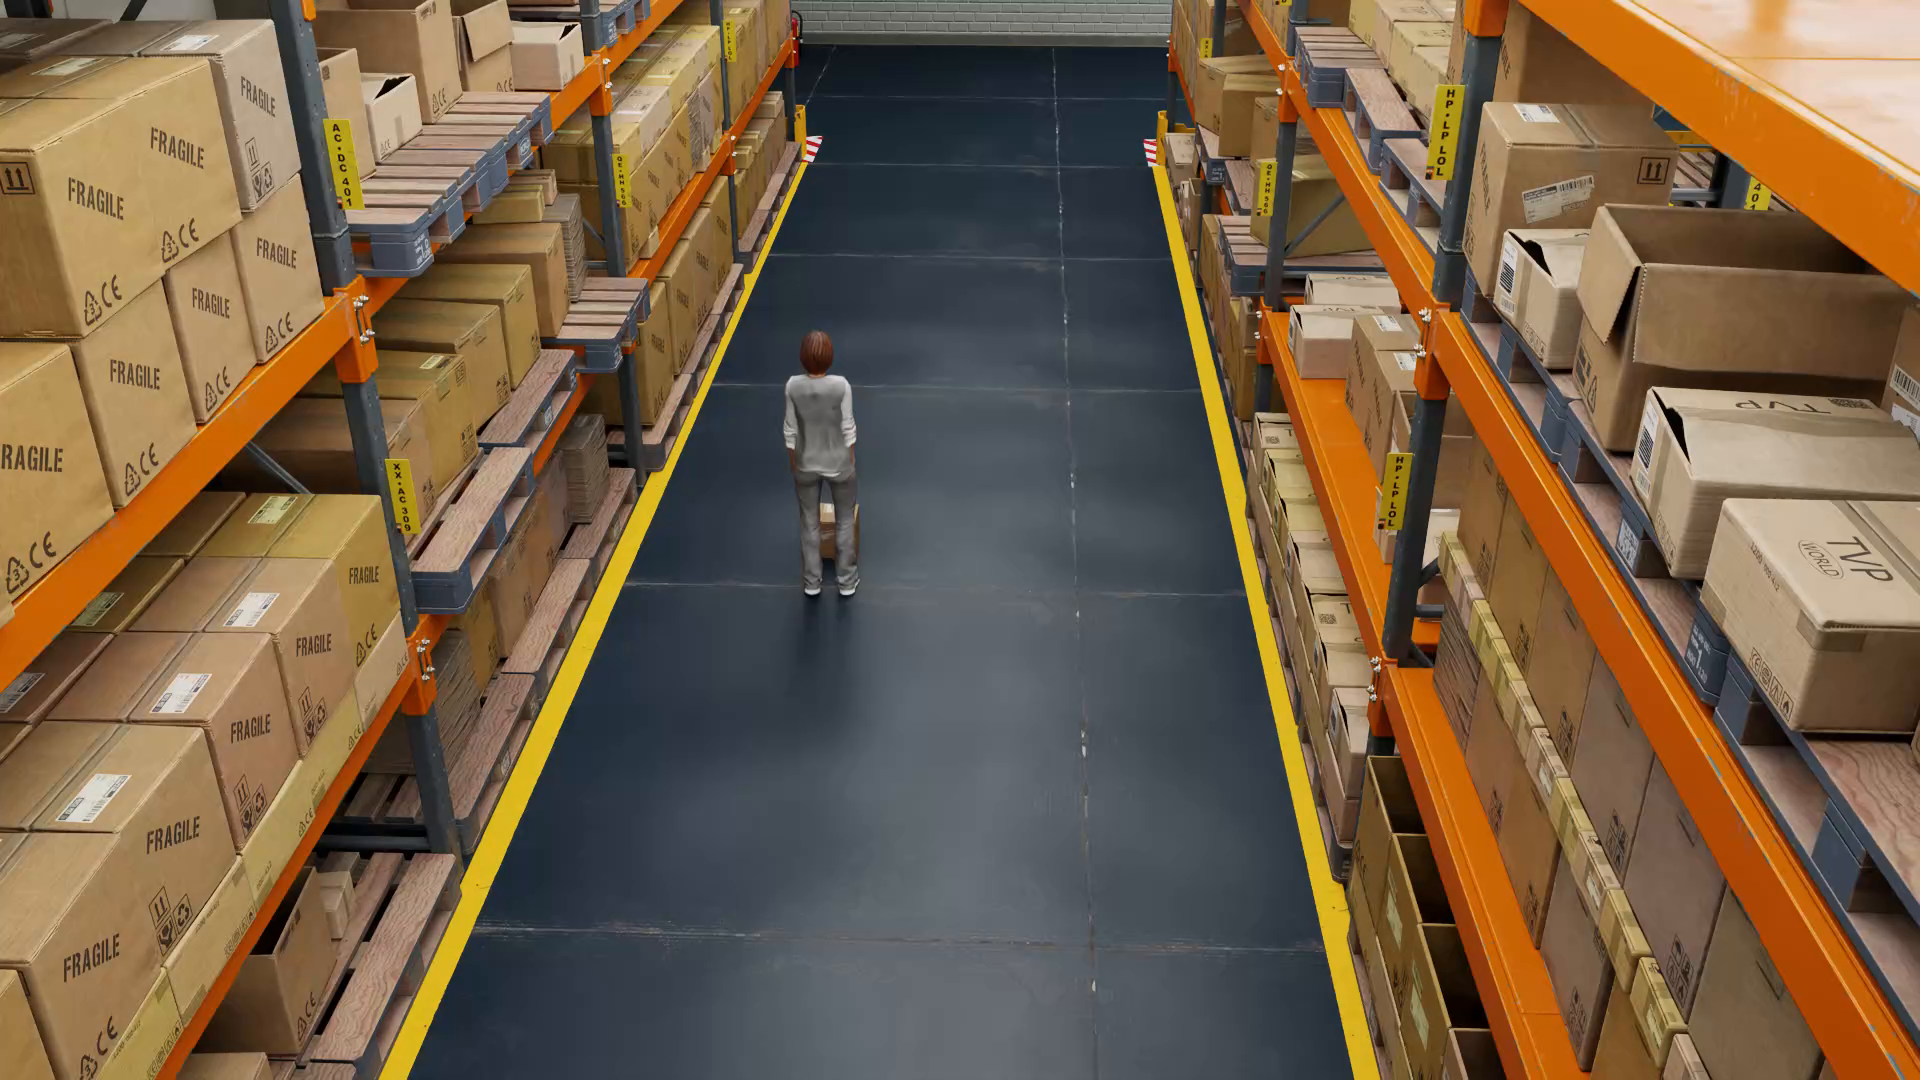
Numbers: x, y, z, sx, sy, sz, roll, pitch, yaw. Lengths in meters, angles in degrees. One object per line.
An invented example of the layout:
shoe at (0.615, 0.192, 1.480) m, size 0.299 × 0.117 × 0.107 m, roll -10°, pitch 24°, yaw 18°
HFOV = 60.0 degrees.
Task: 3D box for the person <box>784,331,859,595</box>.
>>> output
person at (-0.787, -0.413, 9.423) m, size 0.407 × 1.579 × 0.301 m, roll 2°, pitch 28°, yaw 3°
